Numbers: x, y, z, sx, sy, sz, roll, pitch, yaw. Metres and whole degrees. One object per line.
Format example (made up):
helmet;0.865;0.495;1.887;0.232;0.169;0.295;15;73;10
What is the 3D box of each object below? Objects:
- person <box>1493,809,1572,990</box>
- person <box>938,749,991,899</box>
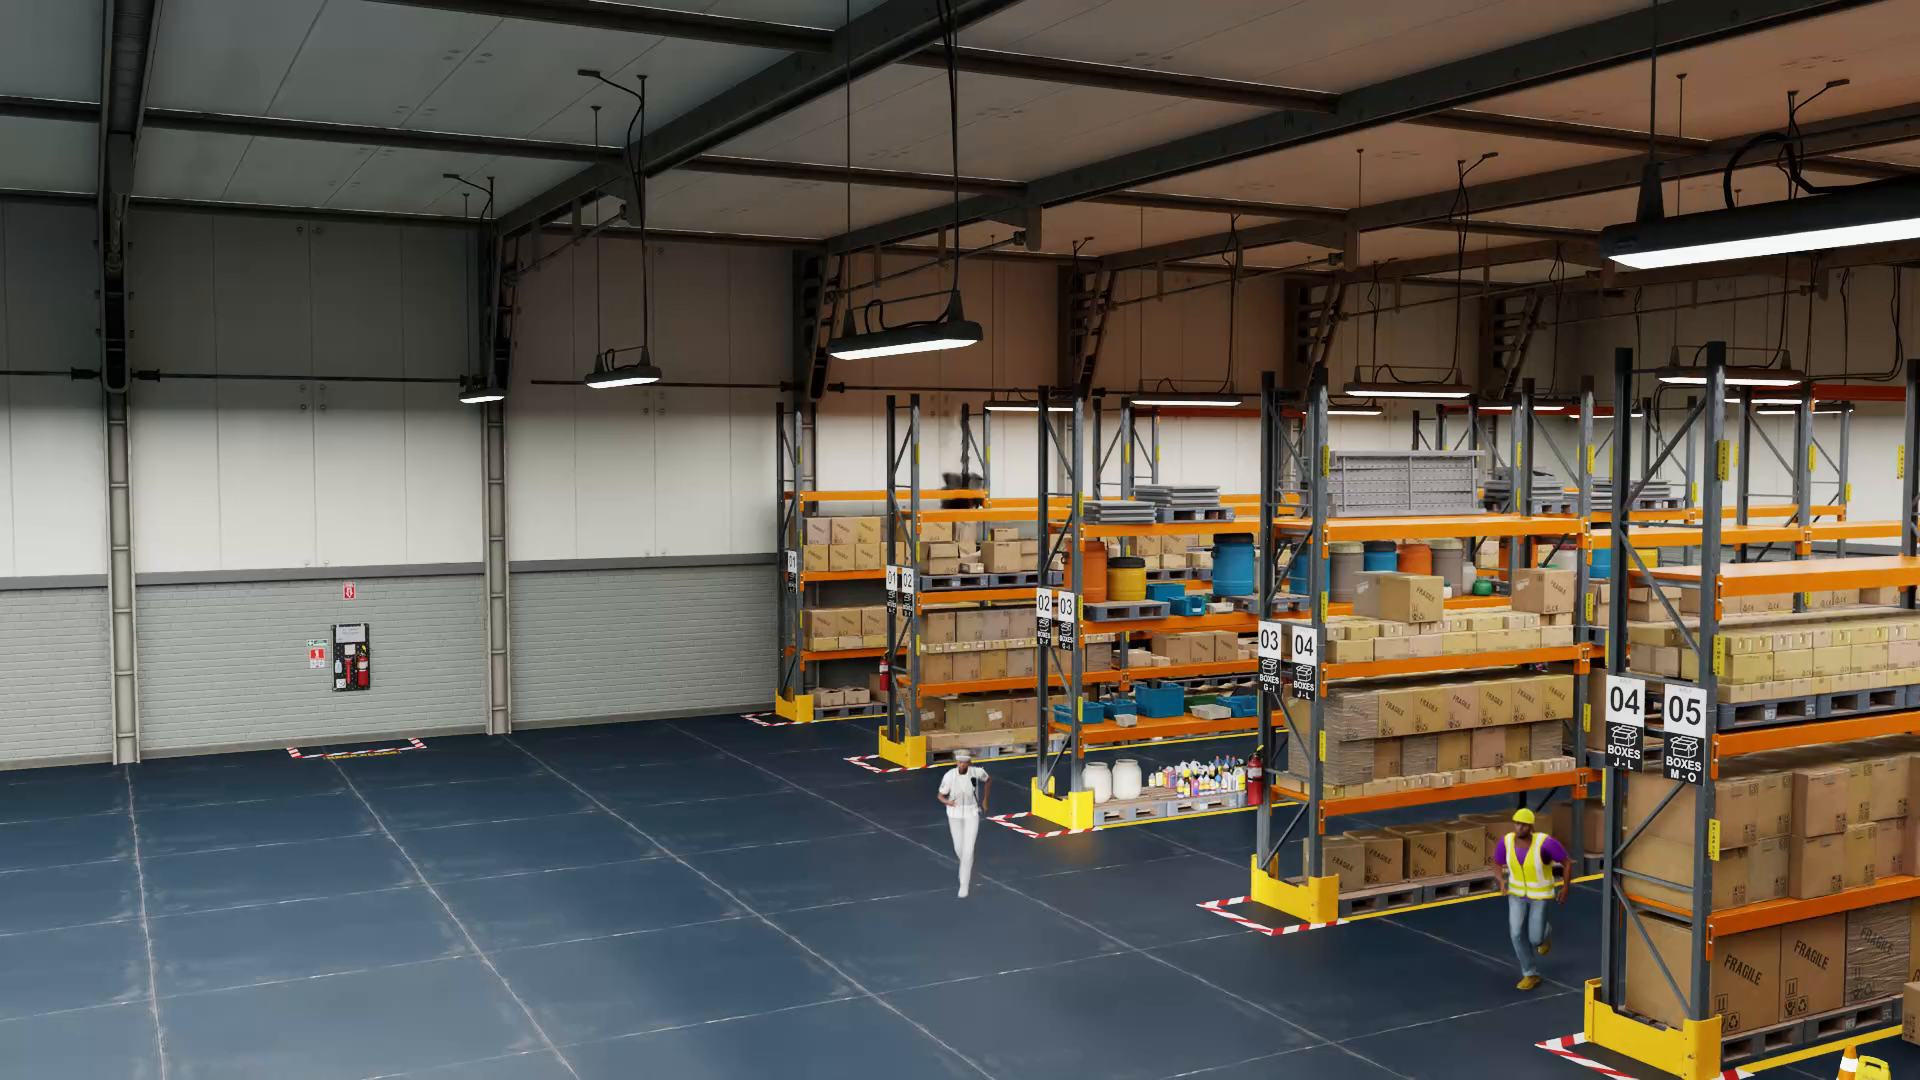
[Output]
person;5.508;3.416;16.024;0.738;1.720;0.705;2;4;36
person;0.055;3.250;19.411;0.606;1.718;0.928;0;3;4
